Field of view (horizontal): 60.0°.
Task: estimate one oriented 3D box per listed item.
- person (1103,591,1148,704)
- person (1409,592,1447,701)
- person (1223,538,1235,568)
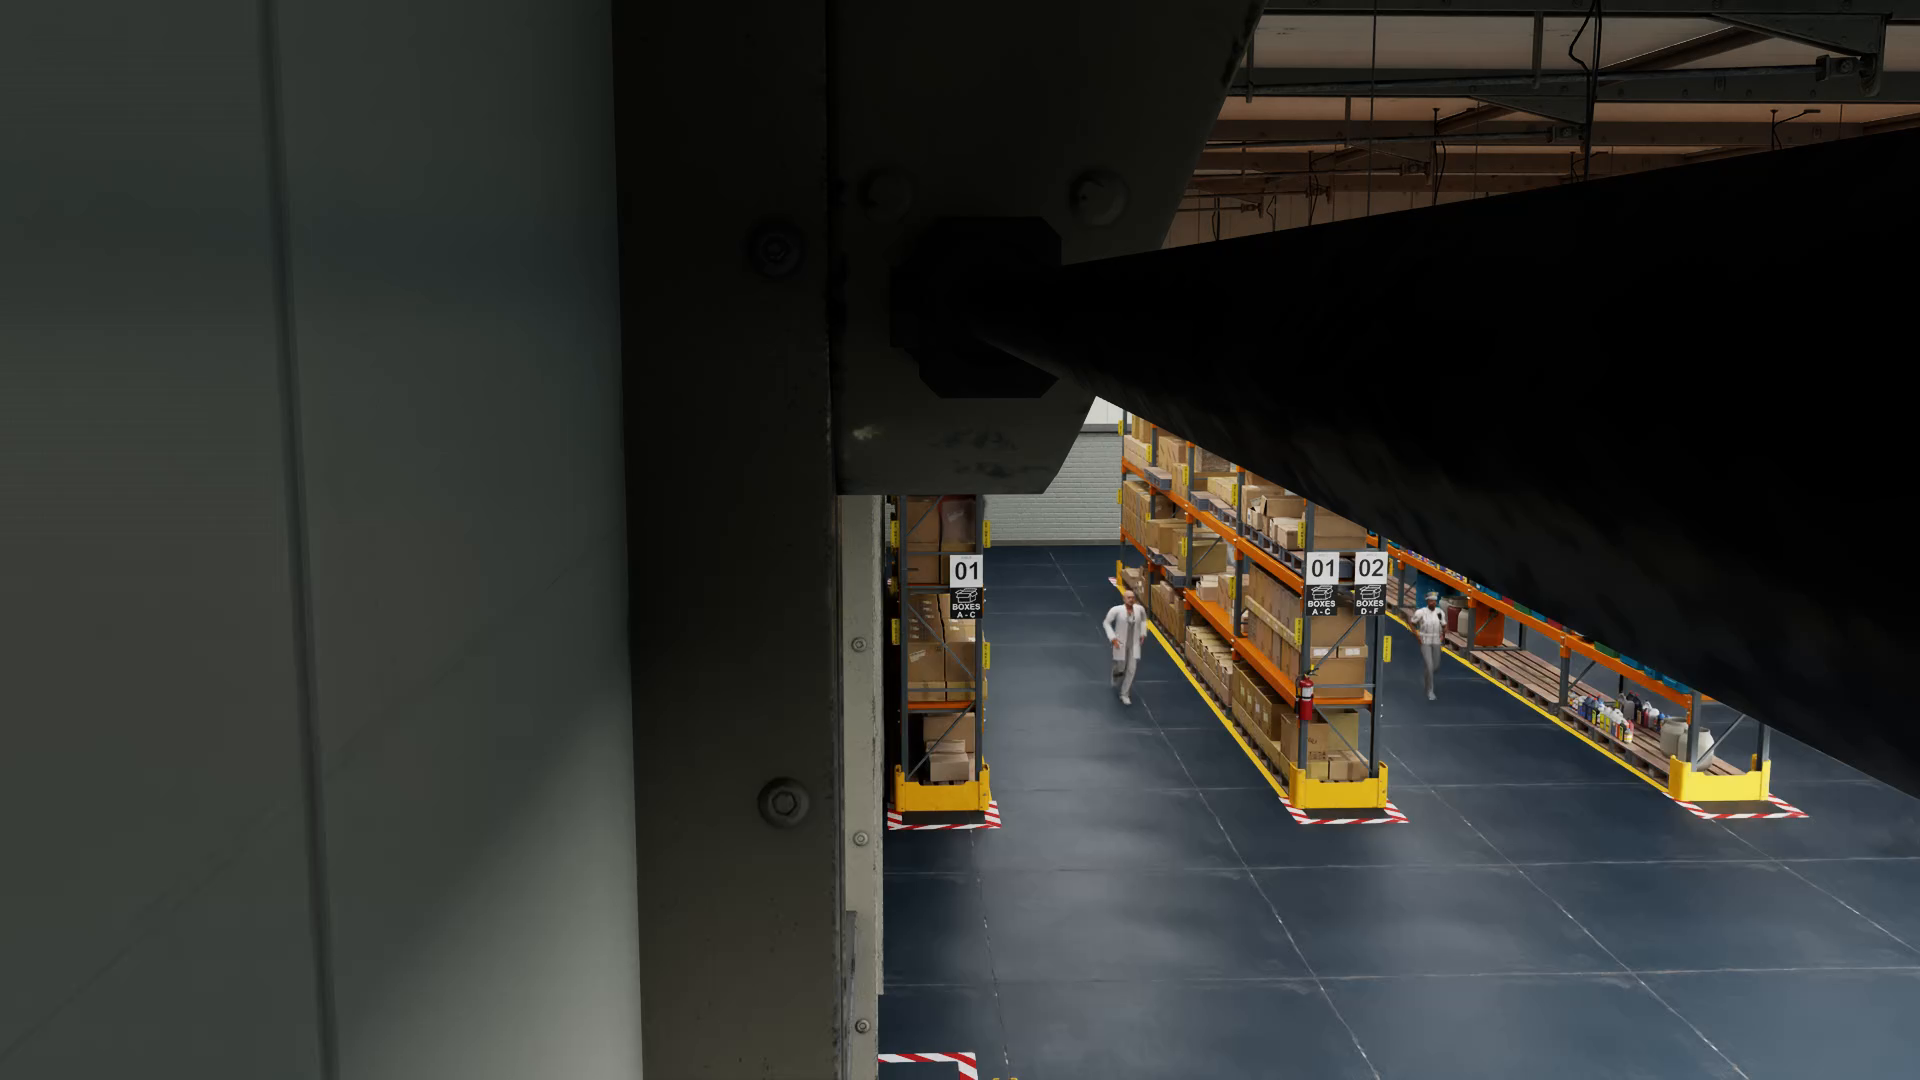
[{"bbox_3d":[2.606,1.644,26.098,0.738,1.750,0.800,-2,9,-12],"label":"person"},{"bbox_3d":[7.417,1.635,26.316,0.585,1.695,0.705,-1,8,-4],"label":"person"},{"bbox_3d":[5.862,0.178,36.276,0.568,1.689,0.689,-4,9,-25],"label":"person"}]
